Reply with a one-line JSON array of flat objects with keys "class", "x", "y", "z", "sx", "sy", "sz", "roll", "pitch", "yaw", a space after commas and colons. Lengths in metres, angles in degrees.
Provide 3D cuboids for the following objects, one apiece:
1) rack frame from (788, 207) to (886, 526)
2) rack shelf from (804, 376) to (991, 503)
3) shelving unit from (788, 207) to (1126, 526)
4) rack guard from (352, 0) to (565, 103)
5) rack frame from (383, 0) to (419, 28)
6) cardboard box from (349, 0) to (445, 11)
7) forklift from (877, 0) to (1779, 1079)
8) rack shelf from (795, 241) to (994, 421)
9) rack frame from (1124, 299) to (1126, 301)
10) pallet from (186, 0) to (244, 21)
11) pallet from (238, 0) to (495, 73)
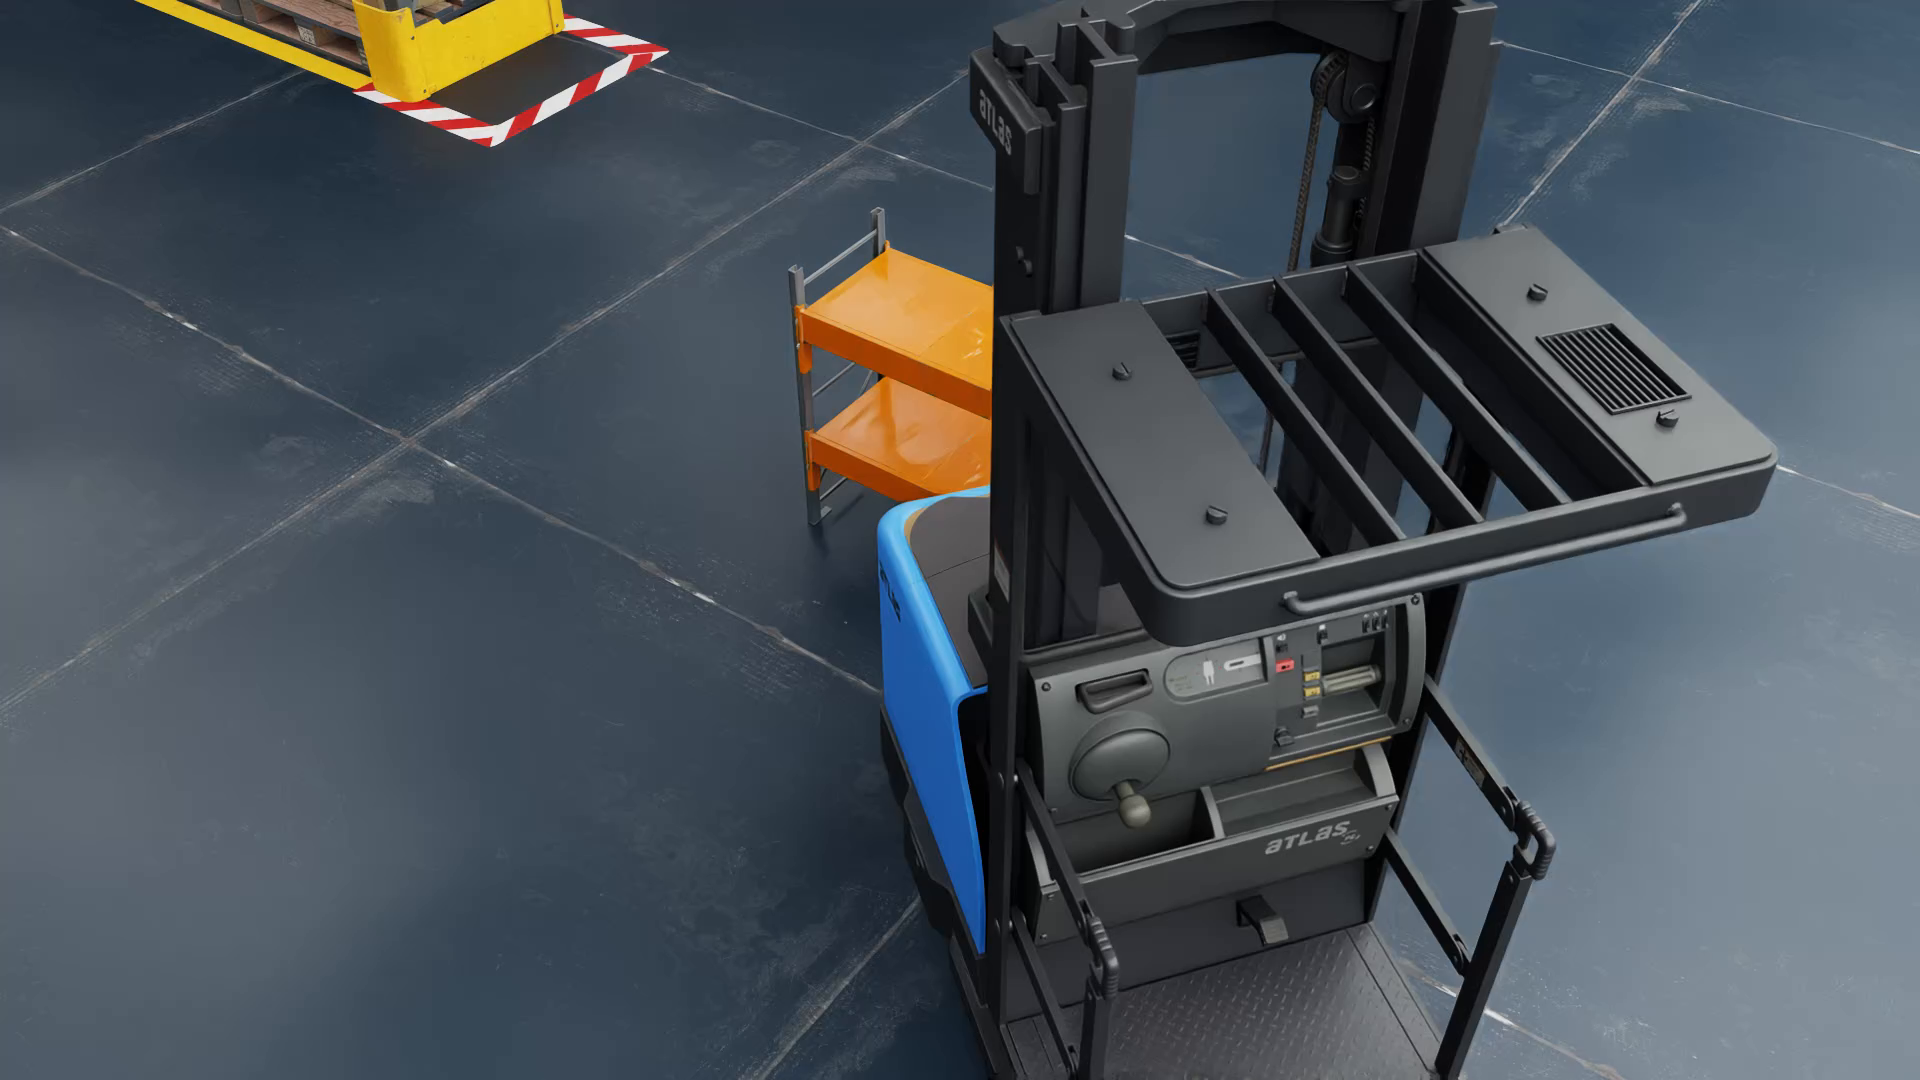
[{"class": "rack frame", "x": -0.422, "y": -0.616, "z": 6.095, "sx": 0.032, "sy": 1.125, "sz": 0.500, "roll": 25, "pitch": 48, "yaw": 25}, {"class": "rack shelf", "x": -0.006, "y": -0.240, "z": 6.041, "sx": 1.000, "sy": 0.278, "sz": 0.538, "roll": 25, "pitch": 48, "yaw": 25}, {"class": "shelving unit", "x": -0.006, "y": -0.422, "z": 5.878, "sx": 1.048, "sy": 1.125, "sz": 0.538, "roll": 25, "pitch": 48, "yaw": 25}, {"class": "rack guard", "x": -2.714, "y": -2.881, "z": 9.095, "sx": 0.348, "sy": 0.500, "sz": 1.175, "roll": 25, "pitch": 48, "yaw": 25}, {"class": "rack frame", "x": -2.652, "y": -3.784, "z": 8.229, "sx": 0.127, "sy": 3.000, "sz": 1.000, "roll": 25, "pitch": 48, "yaw": 25}, {"class": "cardboard box", "x": -3.154, "y": -3.257, "z": 9.200, "sx": 0.500, "sy": 0.500, "sz": 0.500, "roll": -33, "pitch": 51, "yaw": -31}, {"class": "forklift", "x": 0.677, "y": 0.453, "z": 3.546, "sx": 1.130, "sy": 2.935, "sz": 3.031, "roll": -12, "pitch": 43, "yaw": -13}, {"class": "rack shelf", "x": -0.006, "y": -0.640, "z": 5.683, "sx": 1.000, "sy": 0.278, "sz": 0.538, "roll": 25, "pitch": 48, "yaw": 25}, {"class": "rack frame", "x": 0.411, "y": -0.227, "z": 5.660, "sx": 0.032, "sy": 1.125, "sz": 0.500, "roll": 25, "pitch": 48, "yaw": 25}, {"class": "pallet", "x": -4.354, "y": -3.571, "z": 10.083, "sx": 1.213, "sy": 0.211, "sz": 1.003, "roll": 25, "pitch": 48, "yaw": 25}, {"class": "pallet", "x": -3.359, "y": -3.104, "z": 9.560, "sx": 1.213, "sy": 0.211, "sz": 1.003, "roll": 25, "pitch": 48, "yaw": 25}]
